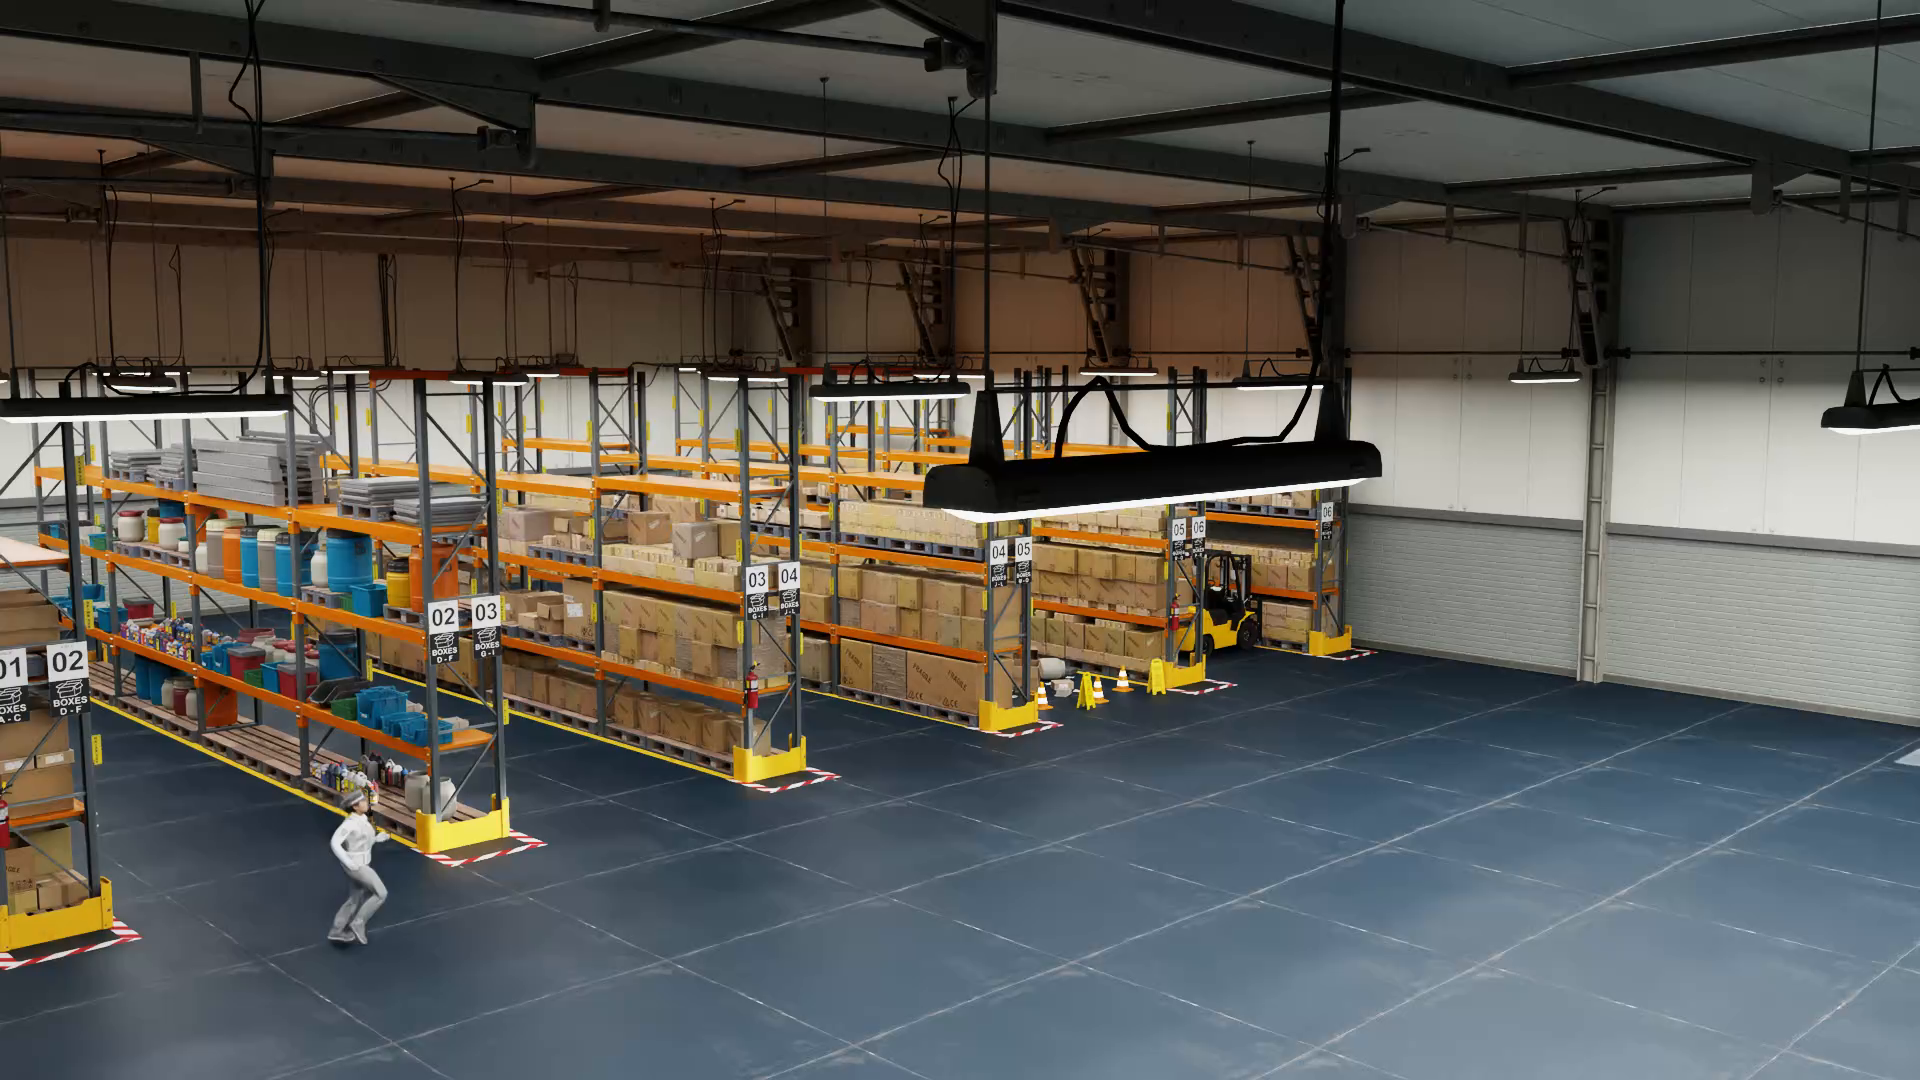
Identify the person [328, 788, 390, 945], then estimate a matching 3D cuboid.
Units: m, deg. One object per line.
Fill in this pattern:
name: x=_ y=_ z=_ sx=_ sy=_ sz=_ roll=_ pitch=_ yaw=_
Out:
person: x=-6.453 y=3.492 z=17.830 sx=0.658 sy=1.683 sz=0.607 roll=-2 pitch=7 yaw=-13
